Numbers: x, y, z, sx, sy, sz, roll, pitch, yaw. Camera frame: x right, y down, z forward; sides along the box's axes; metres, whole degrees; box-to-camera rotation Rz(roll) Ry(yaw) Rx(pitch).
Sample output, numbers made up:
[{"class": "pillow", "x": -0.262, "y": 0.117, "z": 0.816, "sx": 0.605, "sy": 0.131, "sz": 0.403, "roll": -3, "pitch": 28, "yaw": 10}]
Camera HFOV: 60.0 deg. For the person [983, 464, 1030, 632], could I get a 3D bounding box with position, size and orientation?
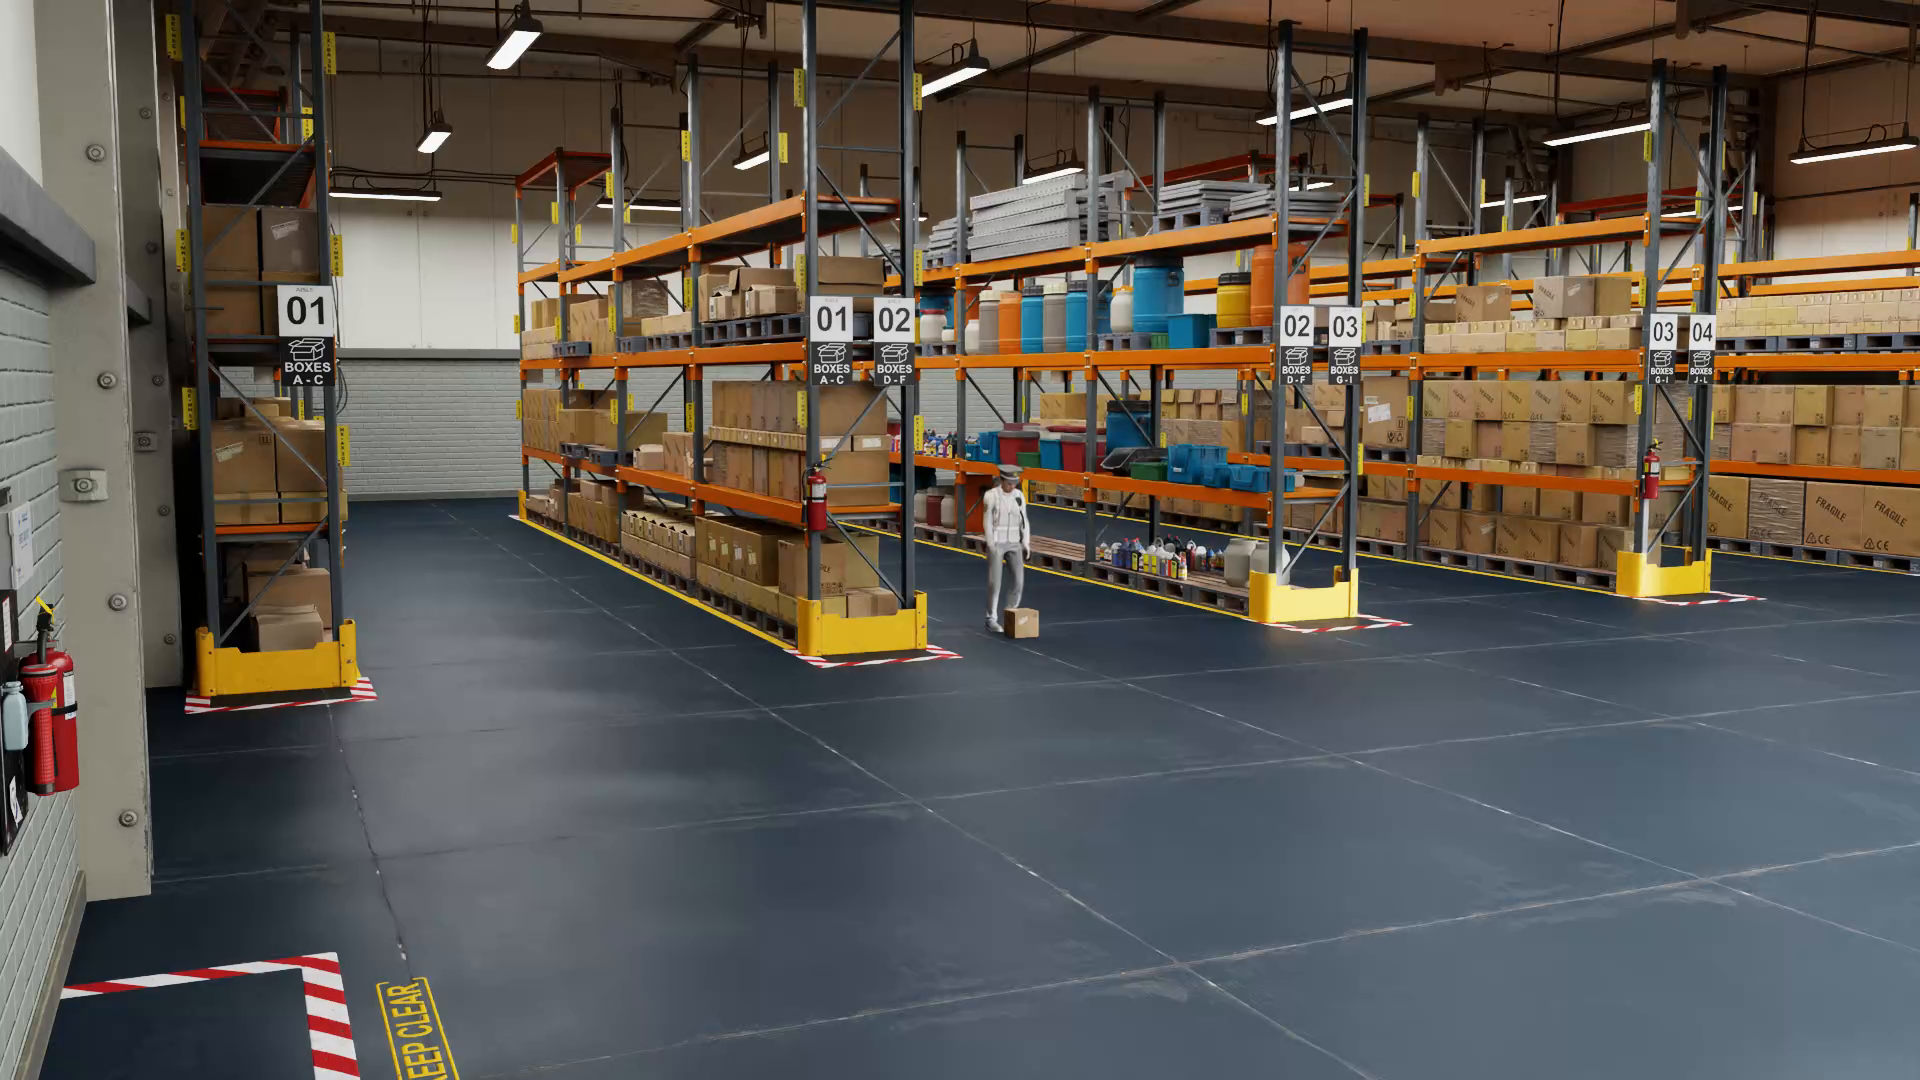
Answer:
[{"class": "person", "x": 0.462, "y": 0.072, "z": 16.408, "sx": 0.488, "sy": 1.648, "sz": 0.396, "roll": -2, "pitch": 6, "yaw": -22}]
